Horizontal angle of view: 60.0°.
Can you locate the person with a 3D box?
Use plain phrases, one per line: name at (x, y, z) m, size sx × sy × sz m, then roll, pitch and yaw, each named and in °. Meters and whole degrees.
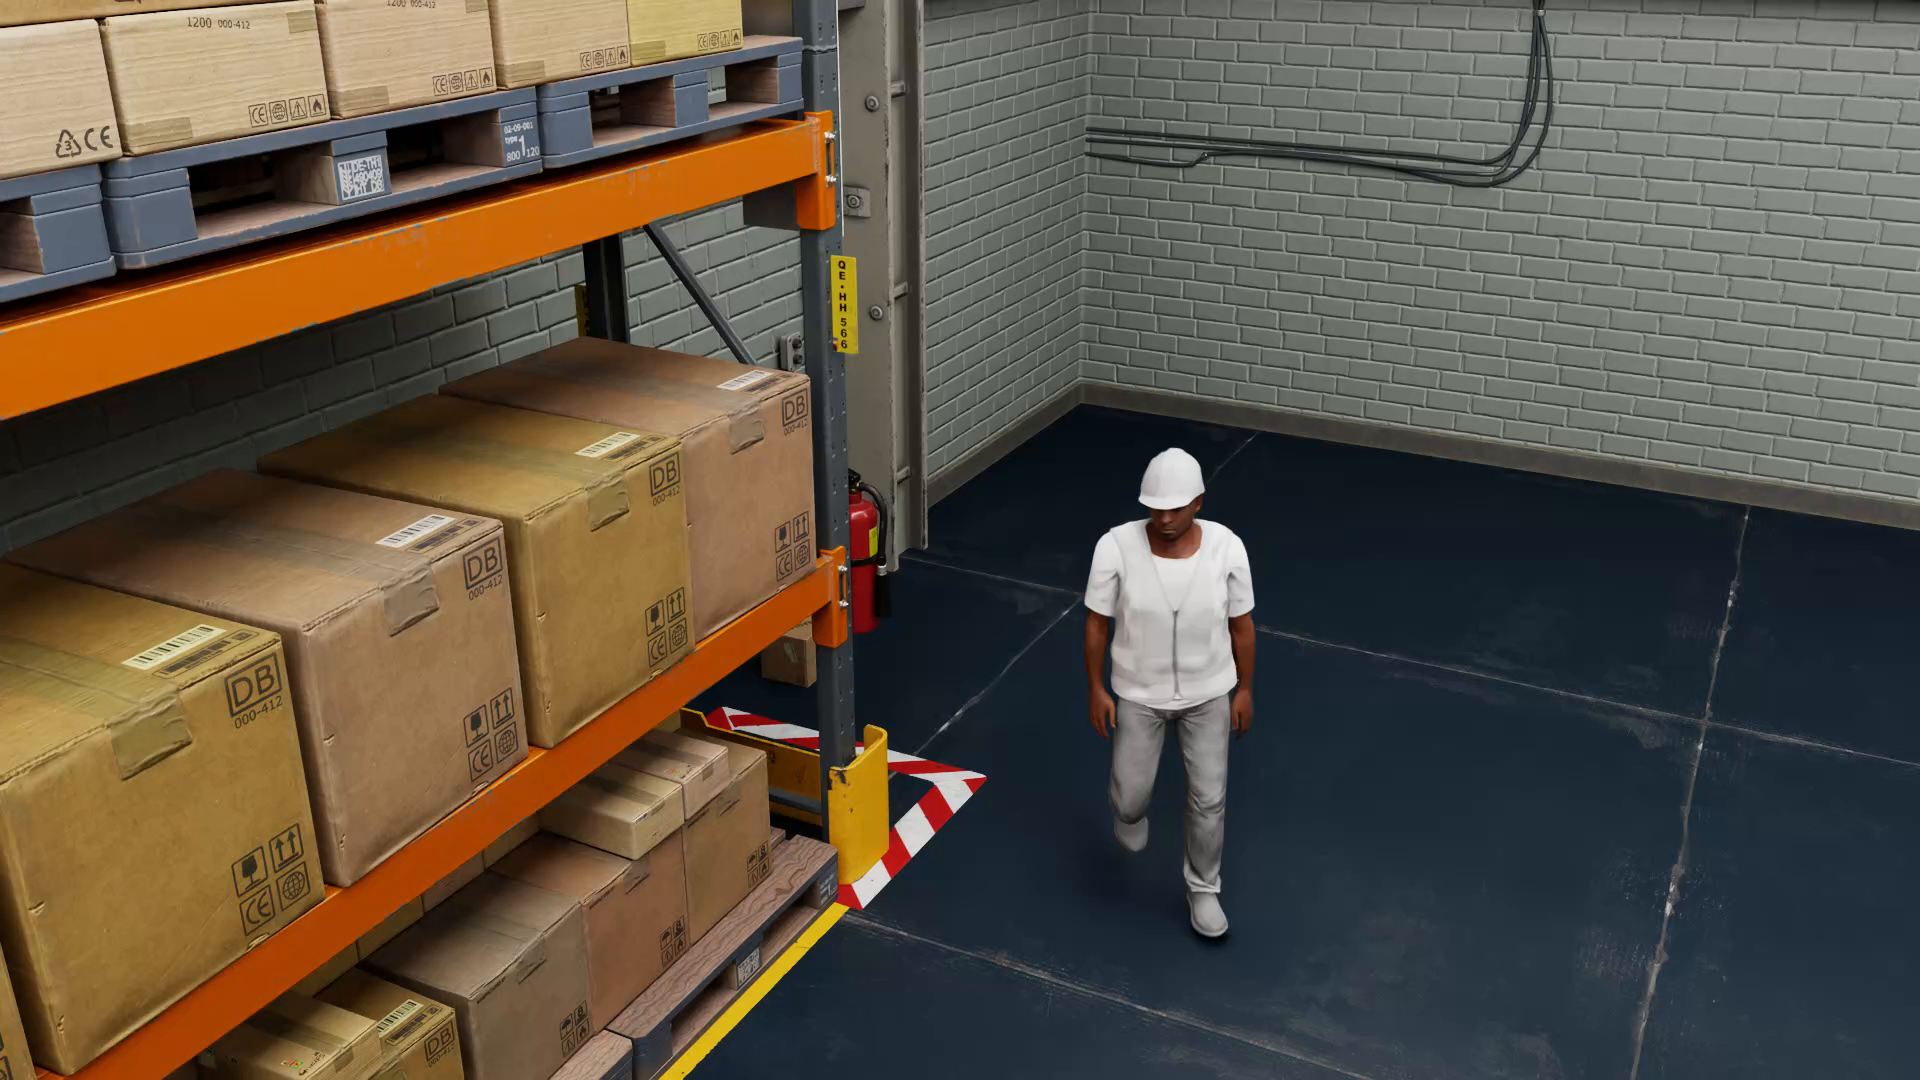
person at (0.729, 0.498, 5.825) m, size 0.603 × 1.752 × 0.633 m, roll 0°, pitch 23°, yaw 1°
